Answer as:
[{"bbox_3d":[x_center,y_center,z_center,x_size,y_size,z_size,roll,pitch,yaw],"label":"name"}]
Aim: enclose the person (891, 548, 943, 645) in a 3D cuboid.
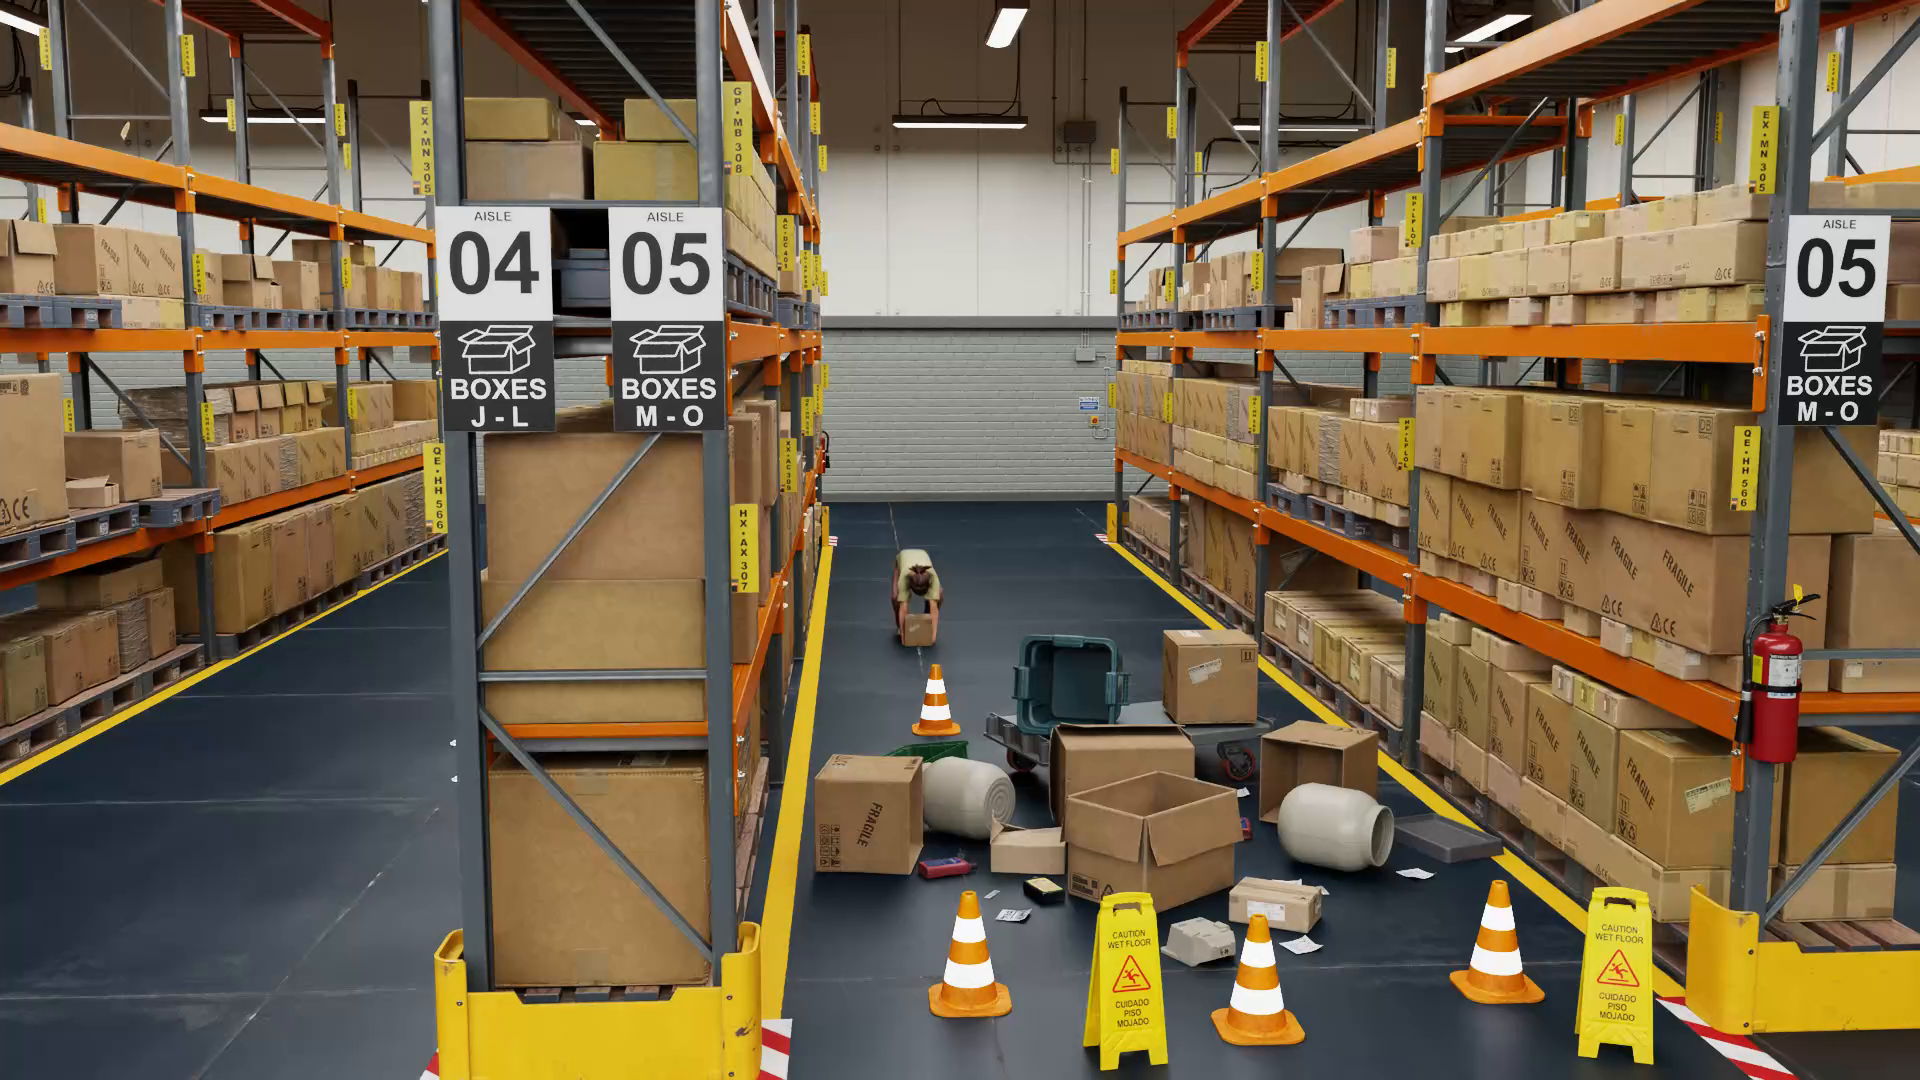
[{"bbox_3d":[-0.406,0.511,15.252,0.453,0.818,0.860,-1,7,-6],"label":"person"}]
